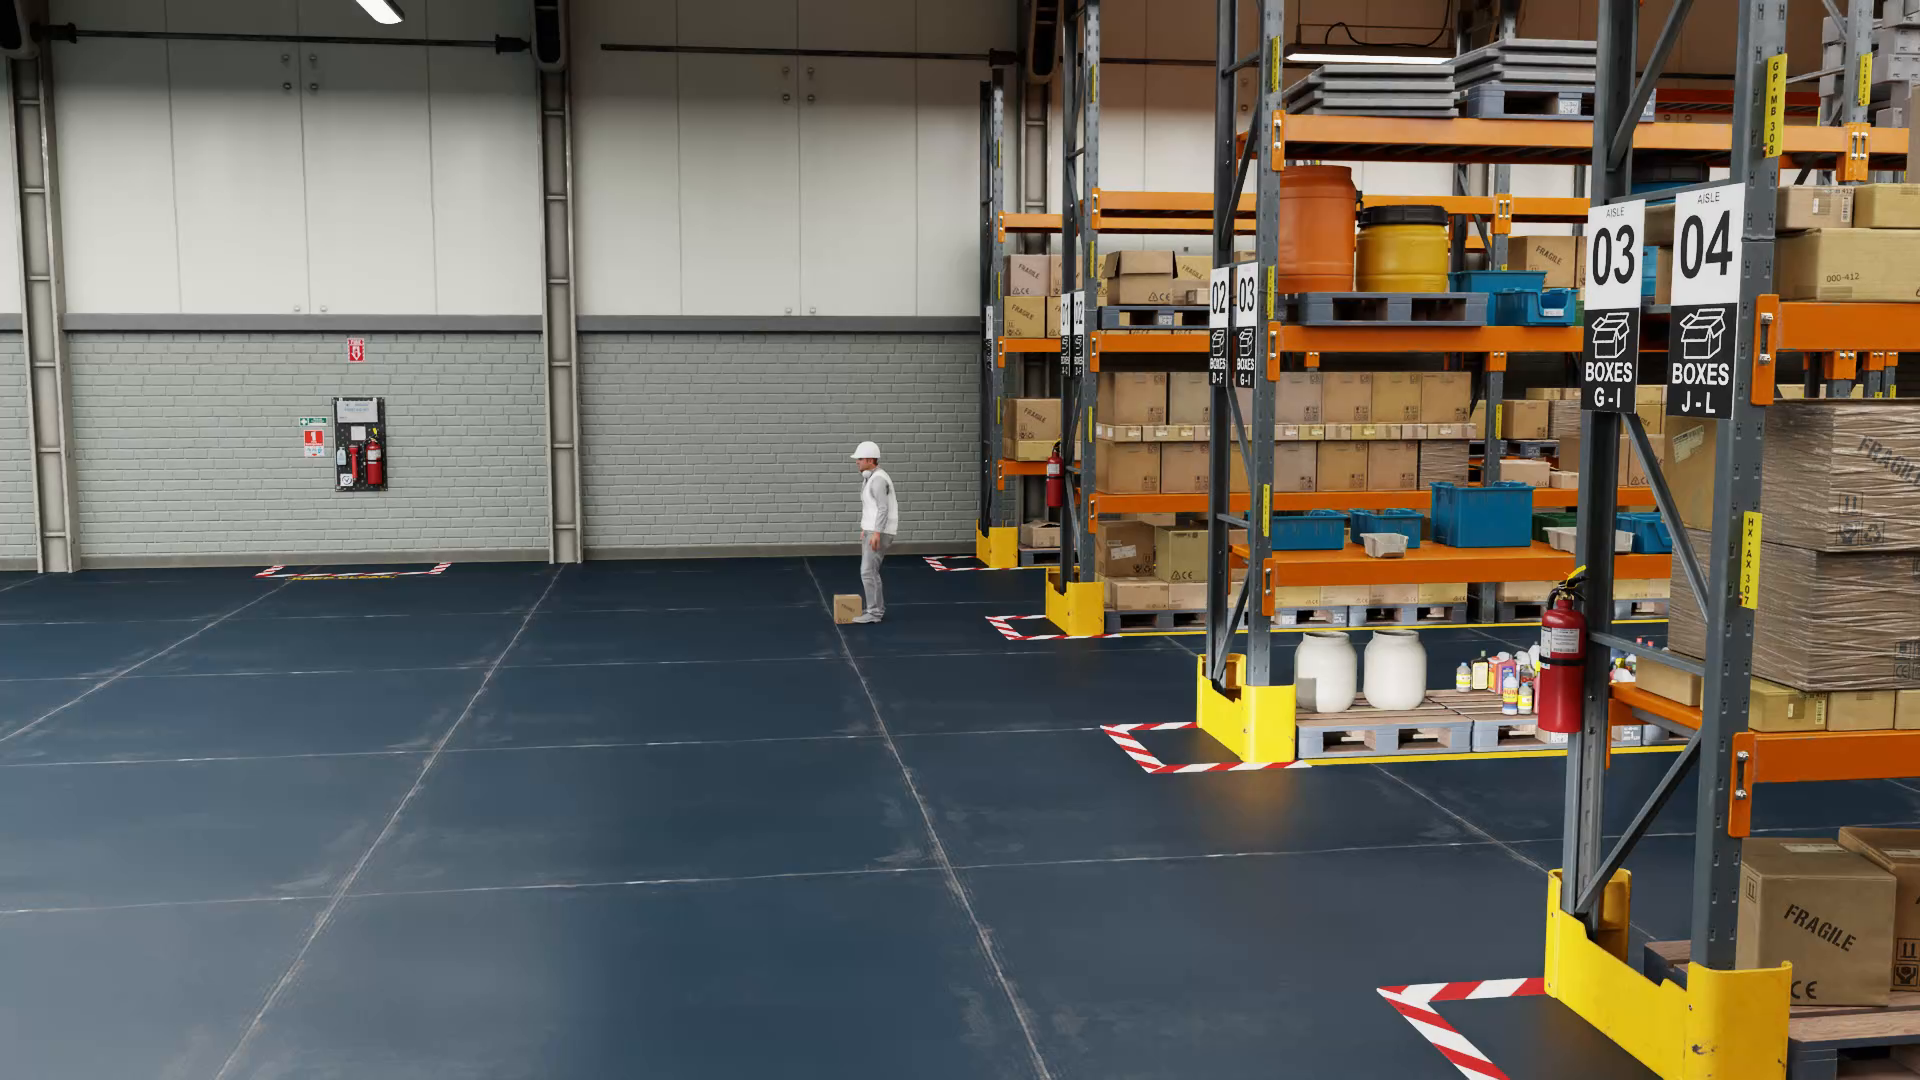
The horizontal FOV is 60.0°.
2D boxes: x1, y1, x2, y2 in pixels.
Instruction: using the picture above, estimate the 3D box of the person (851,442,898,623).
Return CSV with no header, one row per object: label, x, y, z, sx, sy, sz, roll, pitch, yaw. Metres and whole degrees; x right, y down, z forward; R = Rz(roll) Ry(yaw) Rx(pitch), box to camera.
person,-0.851,-0.081,16.317,0.470,1.769,0.594,-1,7,-12
